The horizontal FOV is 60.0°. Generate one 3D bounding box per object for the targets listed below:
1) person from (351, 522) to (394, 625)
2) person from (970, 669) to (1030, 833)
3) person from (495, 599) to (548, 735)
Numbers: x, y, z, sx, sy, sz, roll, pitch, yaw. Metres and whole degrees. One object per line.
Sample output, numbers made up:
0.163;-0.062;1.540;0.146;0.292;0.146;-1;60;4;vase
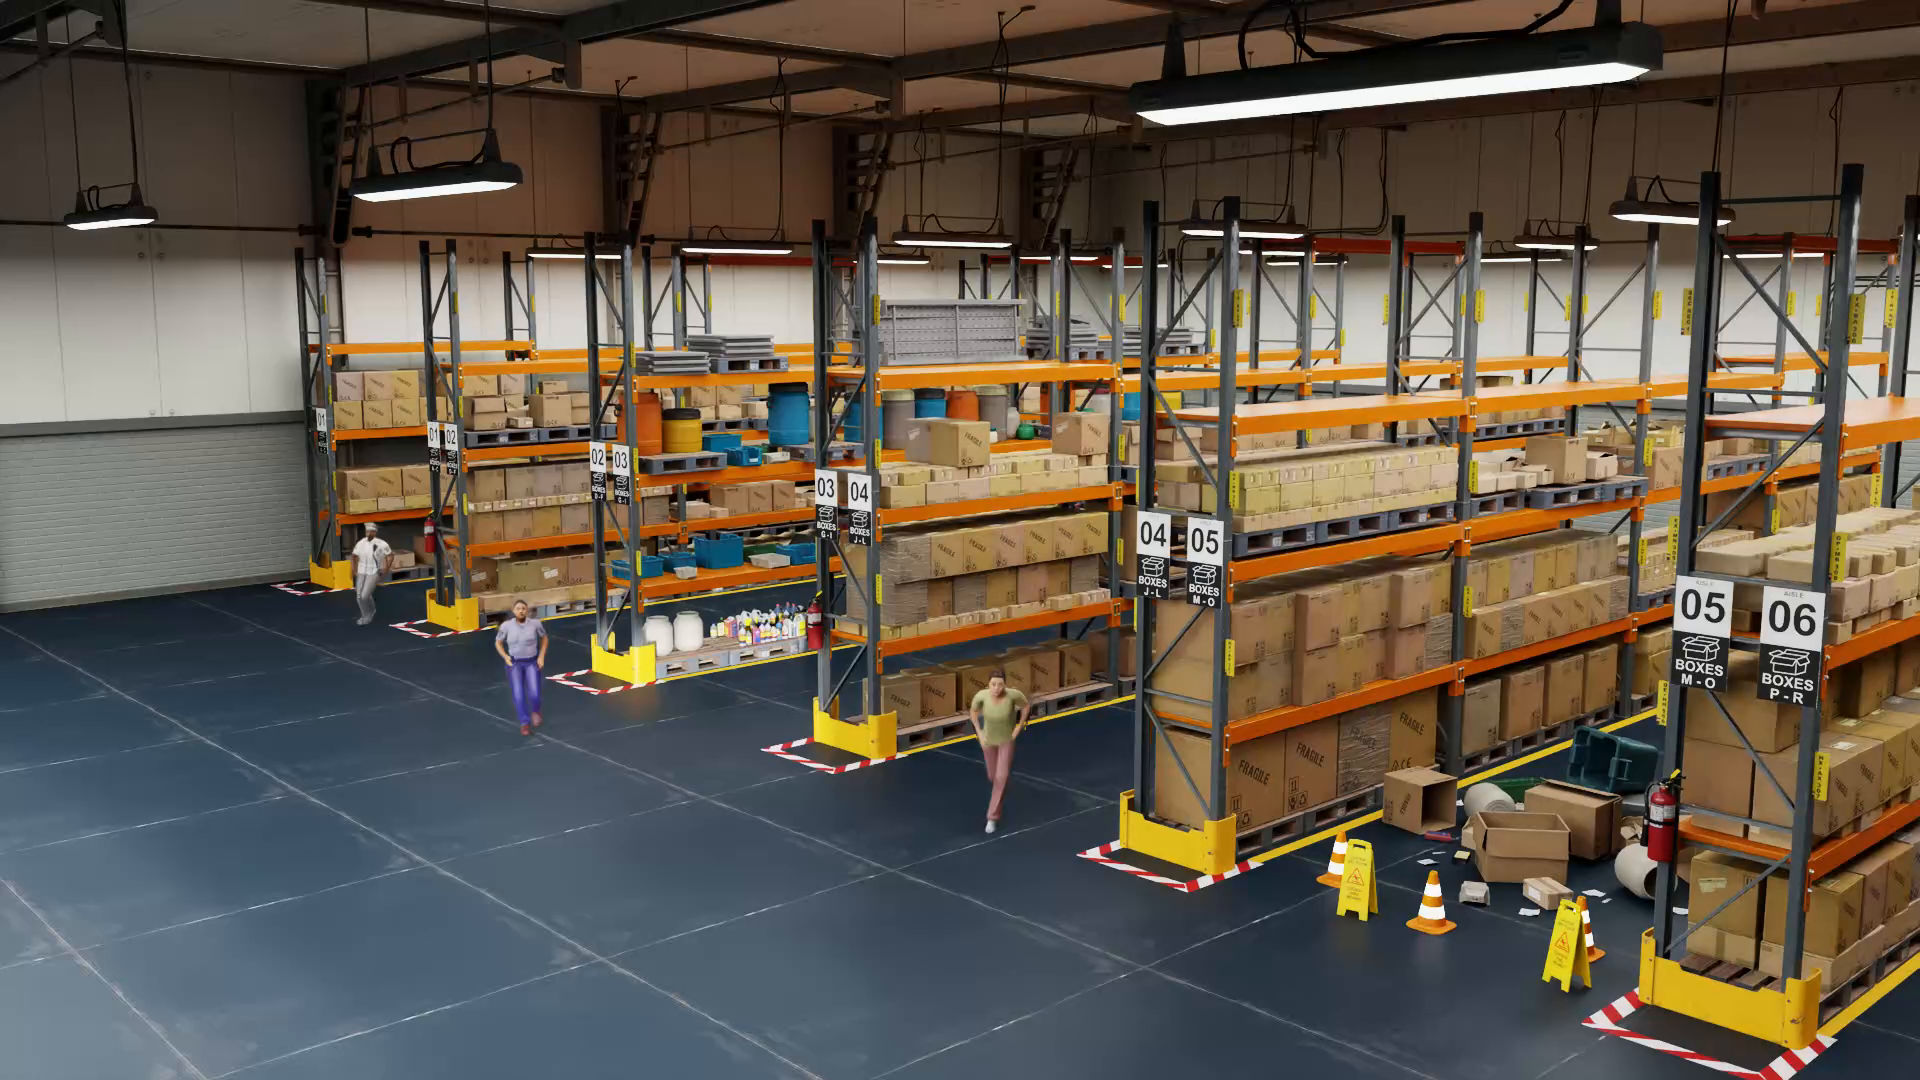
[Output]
-9.271;0.531;26.124;0.638;1.643;0.590;1;8;9;person
0.394;2.000;16.453;0.590;1.625;0.919;0;8;1;person
-5.185;1.506;19.697;0.609;1.600;0.512;-2;9;-14;person
